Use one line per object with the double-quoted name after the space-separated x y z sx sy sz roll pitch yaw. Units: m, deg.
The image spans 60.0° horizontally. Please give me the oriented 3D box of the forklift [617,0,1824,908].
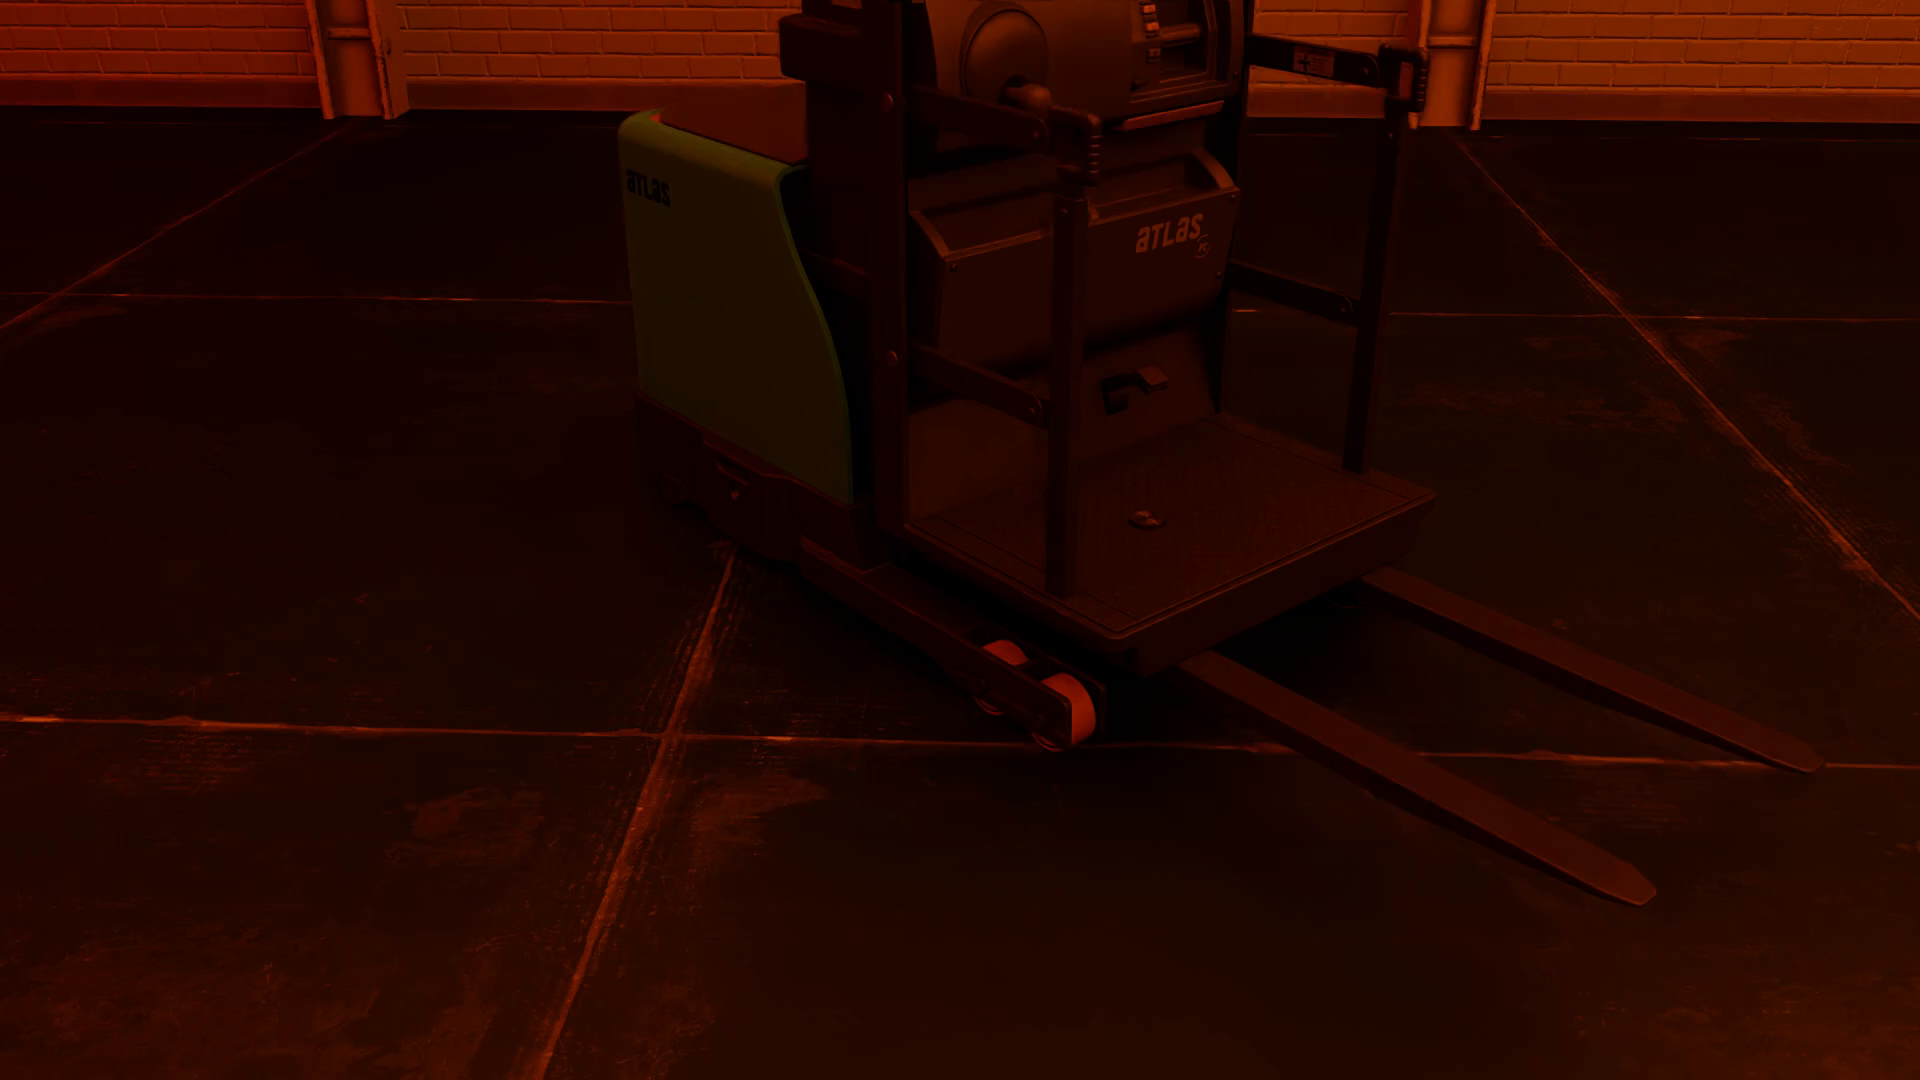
0.415 -1.109 3.457 1.130 2.935 3.031 -20 33 -35 "forklift"
